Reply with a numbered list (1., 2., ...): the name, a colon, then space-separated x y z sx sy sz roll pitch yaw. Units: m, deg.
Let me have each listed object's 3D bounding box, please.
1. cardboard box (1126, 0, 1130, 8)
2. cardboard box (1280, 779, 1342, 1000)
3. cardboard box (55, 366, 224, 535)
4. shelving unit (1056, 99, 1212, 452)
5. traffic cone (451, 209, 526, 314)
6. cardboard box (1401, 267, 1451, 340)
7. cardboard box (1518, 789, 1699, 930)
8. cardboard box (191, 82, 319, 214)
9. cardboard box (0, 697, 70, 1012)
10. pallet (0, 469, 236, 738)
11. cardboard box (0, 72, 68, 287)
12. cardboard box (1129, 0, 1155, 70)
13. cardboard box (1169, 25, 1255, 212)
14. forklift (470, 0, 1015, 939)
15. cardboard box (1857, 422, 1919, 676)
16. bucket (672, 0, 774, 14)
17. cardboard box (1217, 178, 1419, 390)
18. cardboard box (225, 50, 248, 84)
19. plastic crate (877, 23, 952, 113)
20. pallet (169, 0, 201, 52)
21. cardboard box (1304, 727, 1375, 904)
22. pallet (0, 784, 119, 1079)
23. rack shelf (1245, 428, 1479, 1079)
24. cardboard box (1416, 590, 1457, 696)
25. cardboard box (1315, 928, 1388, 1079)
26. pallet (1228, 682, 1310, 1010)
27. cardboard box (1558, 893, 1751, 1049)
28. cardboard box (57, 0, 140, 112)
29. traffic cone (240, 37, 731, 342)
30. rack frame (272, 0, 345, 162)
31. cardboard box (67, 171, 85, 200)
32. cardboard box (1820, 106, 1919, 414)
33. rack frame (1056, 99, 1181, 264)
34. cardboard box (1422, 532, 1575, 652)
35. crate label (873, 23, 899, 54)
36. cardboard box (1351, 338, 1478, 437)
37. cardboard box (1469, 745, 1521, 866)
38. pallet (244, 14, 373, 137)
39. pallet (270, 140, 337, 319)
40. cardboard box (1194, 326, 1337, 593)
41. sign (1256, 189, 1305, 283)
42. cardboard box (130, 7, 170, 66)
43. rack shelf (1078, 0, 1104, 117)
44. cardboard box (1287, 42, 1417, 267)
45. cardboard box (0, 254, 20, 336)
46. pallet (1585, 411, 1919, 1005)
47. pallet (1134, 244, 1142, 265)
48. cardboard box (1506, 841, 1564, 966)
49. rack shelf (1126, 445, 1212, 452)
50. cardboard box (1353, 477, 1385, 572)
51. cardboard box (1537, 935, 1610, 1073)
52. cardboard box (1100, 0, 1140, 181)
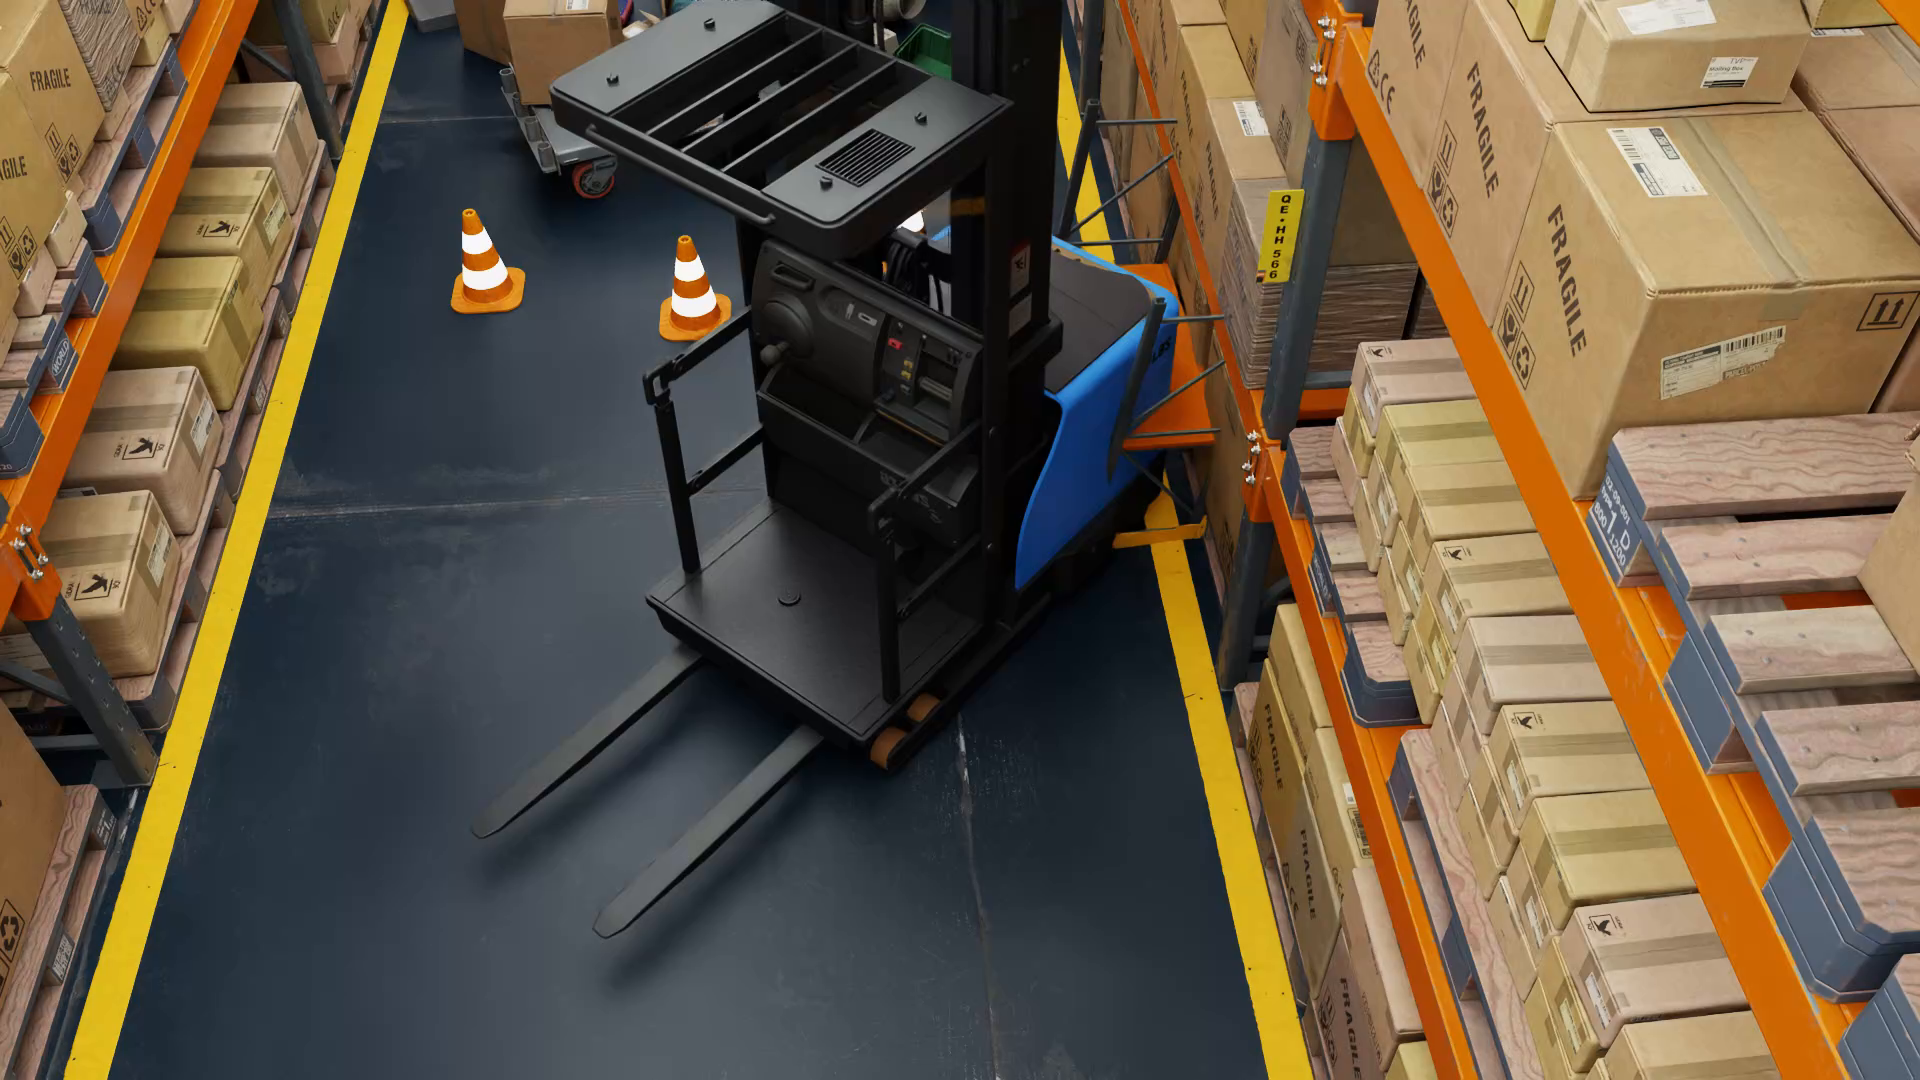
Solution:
1. cardboard box: 0.971 -2.689 7.298 0.500 0.500 0.500 -3 47 -3
2. cardboard box: 1.338 1.083 5.227 0.500 0.500 0.500 -3 47 -3
3. cardboard box: -3.544 -0.332 6.656 0.950 0.372 0.625 -4 47 -4
4. shelving unit: 0.722 -0.843 6.632 0.500 1.500 0.985 -5 56 -11
5. traffic cone: -2.273 -1.358 7.854 0.336 0.463 0.334 -3 47 -3
6. cardboard box: 1.719 -0.898 5.602 0.500 0.500 0.500 -3 47 -3
7. cardboard box: 1.462 0.693 3.639 0.380 0.149 0.250 -4 47 -4
8. cardboard box: -3.726 -1.904 8.145 0.950 0.372 0.625 -3 47 -3
9. cardboard box: -3.462 0.942 5.102 0.875 0.875 0.875 -4 47 -4
10. pallet: -3.501 0.245 6.509 1.003 0.211 1.213 -3 47 -3
11. cardboard box: -3.295 -1.146 5.343 0.500 0.500 0.500 -1 47 -1
12. cardboard box: 1.010 -2.327 6.956 0.500 0.500 0.500 -4 47 -4
13. cardboard box: 1.100 -1.589 6.257 0.500 0.500 0.500 -4 47 -4
14. forklift: -0.625 -1.019 5.833 2.125 2.935 3.778 30 53 25
15. cardboard box: 1.824 0.035 2.362 0.797 0.503 0.637 -4 47 -4
16. bucket: -1.157 -2.772 8.653 0.726 0.611 0.620 11 58 10
17. cardboard box: 1.182 -0.867 5.572 0.500 0.500 0.500 -3 47 -3
18. cardboard box: -4.089 -2.653 8.938 0.500 0.250 0.500 -2 47 -1
19. plastic crate: -0.168 -2.516 9.100 0.450 0.188 0.662 25 51 9
20. pallet: -3.853 -2.415 7.240 1.003 0.211 1.213 -3 47 -3
21. cardboard box: 1.346 0.815 4.964 0.500 0.250 0.500 -4 47 -4
22. pallet: -3.446 1.385 5.429 1.003 0.211 1.213 -3 47 -3
23. rack shelf: 1.655 1.172 4.206 1.077 0.370 4.000 -3 47 -3
24. cardboard box: 1.399 0.251 4.262 0.380 0.149 0.250 -3 47 -3
25. cardboard box: 1.385 1.454 4.875 0.500 0.500 0.500 -5 47 -4
26. pallet: 1.551 1.002 5.792 1.003 0.211 1.213 -3 47 -3
27. cardboard box: 1.486 0.887 3.454 0.380 0.149 0.250 -5 47 -5
28. cardboard box: -3.380 -1.892 6.049 0.500 0.500 0.500 -5 47 -5
29. traffic cone: -2.661 -2.436 7.260 3.046 2.808 1.723 -3 47 -3
30. rack frame: -3.772 -3.043 7.702 1.000 3.000 0.127 -3 47 -3
31. cardboard box: -3.347 -1.230 5.870 0.380 0.149 0.250 -1 47 -1
32. cardboard box: 1.881 -0.468 3.129 0.500 0.500 0.500 -3 47 -3
33. rack frame: 0.637 -1.231 6.896 0.500 1.500 0.032 -5 56 -11
34. cardboard box: 1.396 0.125 4.177 0.380 0.149 0.250 -5 47 -5
35. crate label: -0.500 -2.819 9.462 0.298 0.136 0.250 -36 56 -29
36. cardboard box: 1.333 -0.436 4.707 0.380 0.149 0.250 -3 47 -3
37. cardboard box: 1.437 0.611 3.921 0.380 0.149 0.250 -4 47 -4
38. pallet: -3.863 -2.568 9.173 1.003 0.211 1.213 -3 47 -3
39. pallet: -3.705 -1.521 8.181 1.003 0.211 1.213 -3 47 -3
40. cardboard box: 1.526 -0.339 6.402 1.050 0.750 0.750 -4 47 -4
41. sign: 0.934 -0.885 4.861 0.100 0.325 0.005 -3 47 -3
42. cardboard box: -3.383 -2.006 6.604 0.380 0.149 0.250 -4 47 -3
43. rack shelf: 8.748 -2.408 7.101 15.905 3.000 4.168 -3 47 -3
44. cardboard box: 1.459 -1.226 5.224 0.700 0.500 0.500 -4 47 -4
45. cardboard box: -3.244 -0.769 4.986 0.500 0.500 0.500 -5 47 -4
46. pallet: 1.787 0.201 2.693 1.213 0.211 1.003 -3 47 -3
47. pallet: 1.397 -1.019 7.706 1.003 0.211 1.213 -3 47 -3
48. cardboard box: 1.463 0.806 3.736 0.380 0.149 0.250 -2 47 -2
49. rack shelf: 0.711 -0.734 6.731 0.416 0.036 0.922 -5 56 -11
50. cardboard box: 1.346 -0.050 4.752 0.380 0.149 0.250 -1 47 -1
51. cardboard box: 1.478 0.982 3.570 0.380 0.149 0.250 -3 47 -3
52. cardboard box: 1.294 -2.344 8.301 1.050 0.750 0.750 -4 47 -3
